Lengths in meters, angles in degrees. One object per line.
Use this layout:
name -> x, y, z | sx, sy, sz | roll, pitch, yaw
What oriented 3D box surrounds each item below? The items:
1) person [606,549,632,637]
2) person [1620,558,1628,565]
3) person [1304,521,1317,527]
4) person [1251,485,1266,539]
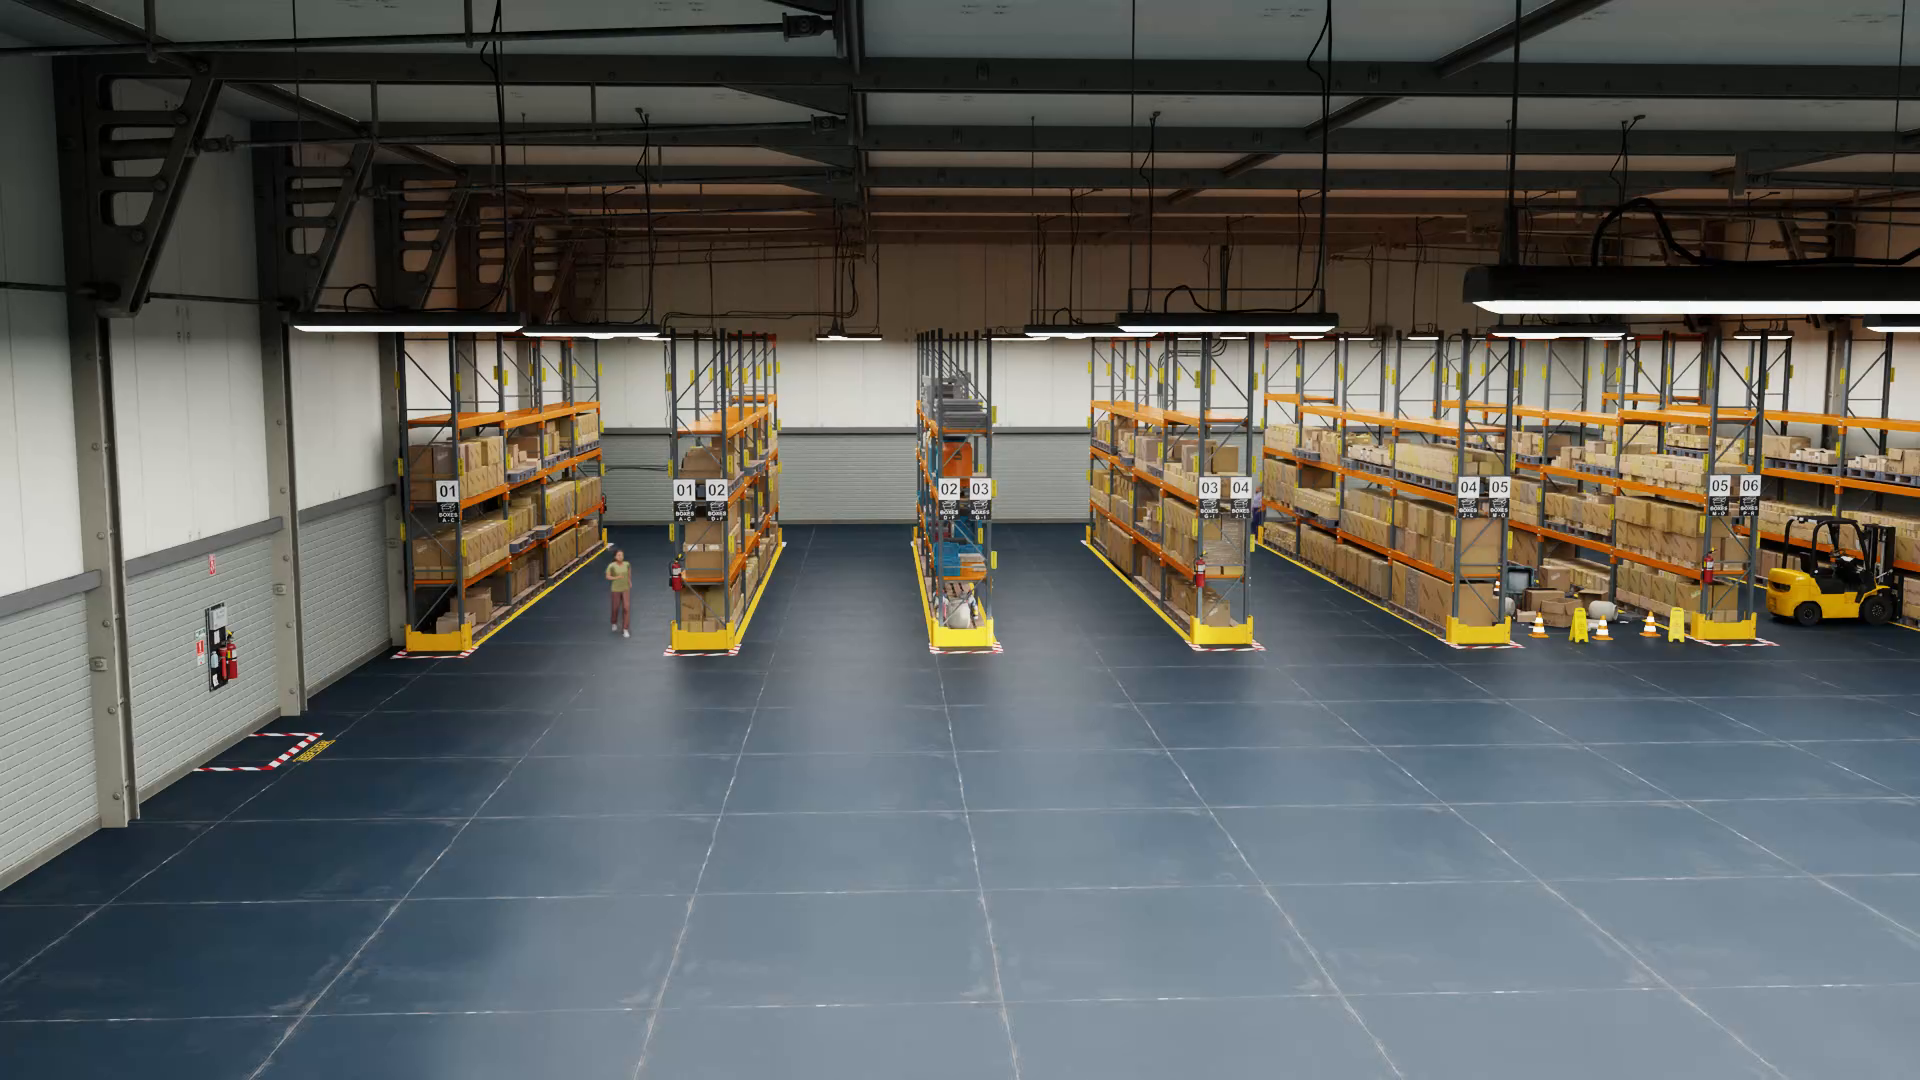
person -> -6.715, 1.017, 32.751 | 0.553, 1.697, 0.909 | -3, 7, -24
person -> 17.126, -0.102, 42.284 | 0.663, 1.773, 1.077 | -2, 7, -13
person -> 10.344, -0.879, 48.796 | 0.709, 1.724, 0.535 | -5, 9, -38
person -> 8.809, -0.800, 48.878 | 0.685, 1.636, 0.645 | -3, 7, -21
